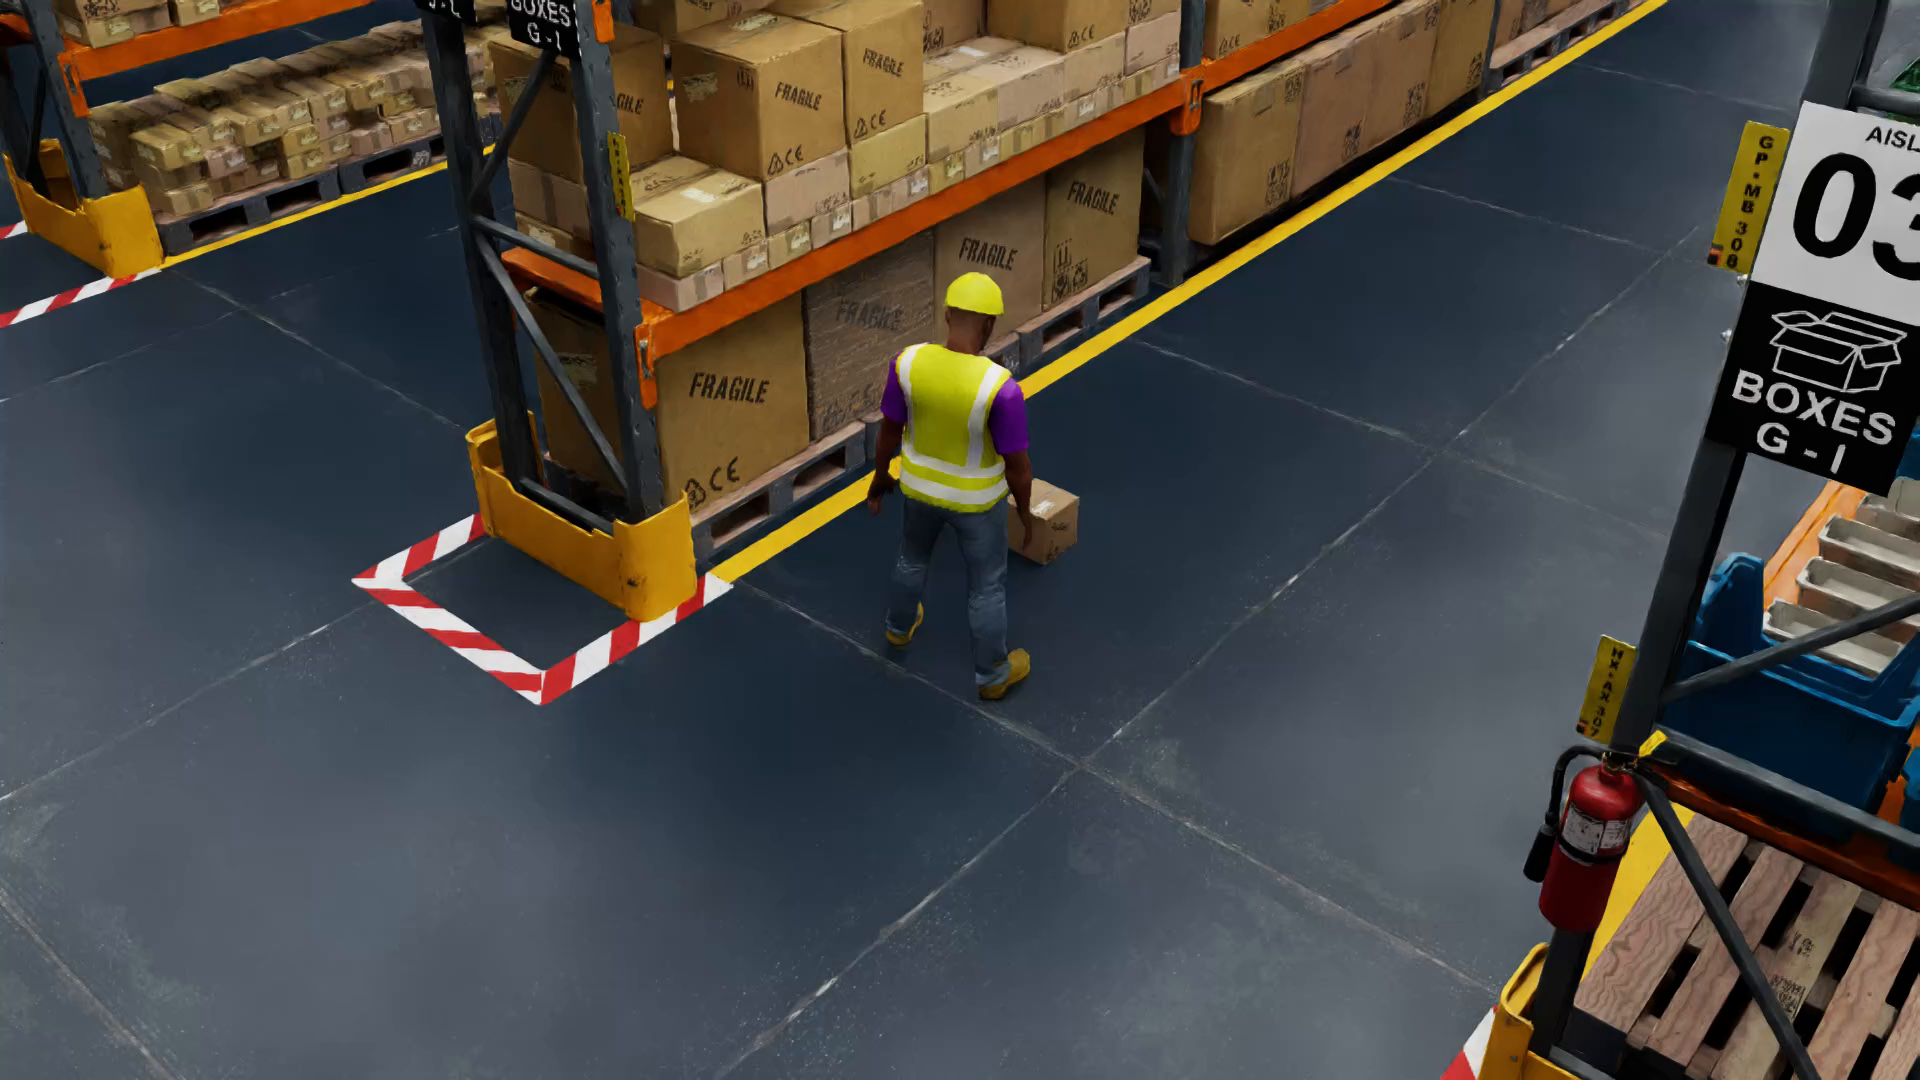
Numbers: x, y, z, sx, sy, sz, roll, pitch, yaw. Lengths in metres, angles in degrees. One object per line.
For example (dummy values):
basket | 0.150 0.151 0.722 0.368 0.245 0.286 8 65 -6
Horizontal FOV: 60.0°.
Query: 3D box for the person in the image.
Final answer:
person | -0.013 -0.235 6.428 0.719 1.759 0.465 15 38 21
